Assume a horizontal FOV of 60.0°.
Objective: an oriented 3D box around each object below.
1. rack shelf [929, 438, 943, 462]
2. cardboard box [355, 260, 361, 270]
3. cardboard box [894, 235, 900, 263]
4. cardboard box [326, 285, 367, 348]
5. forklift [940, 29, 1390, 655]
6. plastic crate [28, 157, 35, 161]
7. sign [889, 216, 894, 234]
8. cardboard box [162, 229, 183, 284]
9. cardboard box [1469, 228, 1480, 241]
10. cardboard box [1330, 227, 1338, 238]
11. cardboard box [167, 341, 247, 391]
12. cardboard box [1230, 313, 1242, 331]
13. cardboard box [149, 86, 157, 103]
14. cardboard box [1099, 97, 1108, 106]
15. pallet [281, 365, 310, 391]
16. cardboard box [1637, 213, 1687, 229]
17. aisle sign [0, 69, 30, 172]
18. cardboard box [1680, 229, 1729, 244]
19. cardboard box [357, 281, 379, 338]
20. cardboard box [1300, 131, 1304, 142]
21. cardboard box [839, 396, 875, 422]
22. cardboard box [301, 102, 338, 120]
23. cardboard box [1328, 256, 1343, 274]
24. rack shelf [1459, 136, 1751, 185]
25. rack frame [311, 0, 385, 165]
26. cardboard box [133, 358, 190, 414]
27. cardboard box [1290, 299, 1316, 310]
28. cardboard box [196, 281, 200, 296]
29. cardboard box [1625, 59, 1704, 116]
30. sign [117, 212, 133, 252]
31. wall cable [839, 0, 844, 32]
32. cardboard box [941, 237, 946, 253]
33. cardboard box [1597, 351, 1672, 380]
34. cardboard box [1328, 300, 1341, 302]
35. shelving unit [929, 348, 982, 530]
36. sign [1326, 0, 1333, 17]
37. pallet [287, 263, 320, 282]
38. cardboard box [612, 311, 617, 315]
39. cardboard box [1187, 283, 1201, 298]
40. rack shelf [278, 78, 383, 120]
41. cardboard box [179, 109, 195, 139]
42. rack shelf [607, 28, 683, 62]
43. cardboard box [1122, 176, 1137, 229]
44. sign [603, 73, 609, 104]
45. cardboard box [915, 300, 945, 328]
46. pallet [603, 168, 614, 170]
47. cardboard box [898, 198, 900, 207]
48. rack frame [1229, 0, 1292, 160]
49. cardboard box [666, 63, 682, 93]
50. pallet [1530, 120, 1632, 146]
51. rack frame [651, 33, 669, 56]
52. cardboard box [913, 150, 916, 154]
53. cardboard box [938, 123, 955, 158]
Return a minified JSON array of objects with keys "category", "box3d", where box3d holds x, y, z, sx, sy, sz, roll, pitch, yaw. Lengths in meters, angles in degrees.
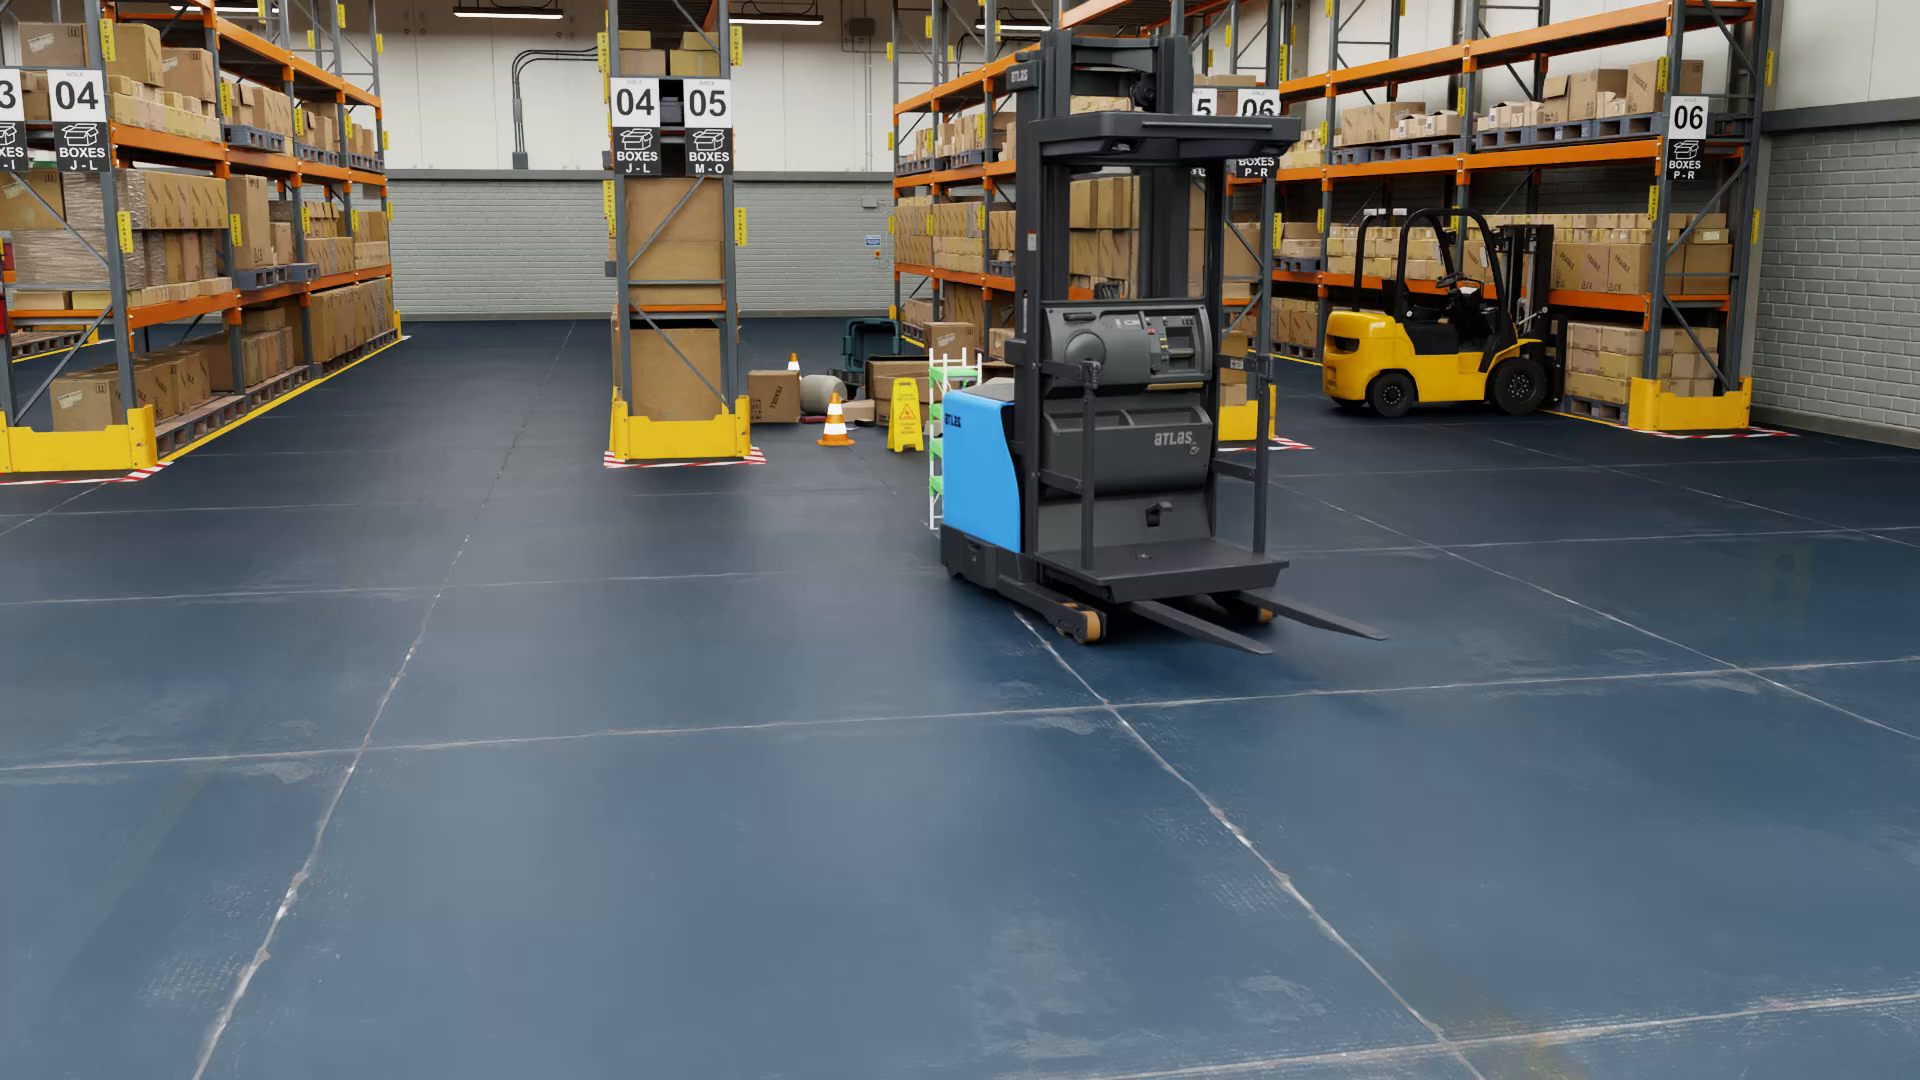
[{"category":"rack shelf","box3d":[-0.032,-0.557,10.756,0.258,0.148,0.480,-2,11,-11]},{"category":"cardboard box","box3d":[-9.392,-4.205,25.436,0.380,0.149,0.250,-2,11,-11]},{"category":"cardboard box","box3d":[-0.906,-5.306,30.285,0.500,0.500,0.500,-2,11,-11]},{"category":"cardboard box","box3d":[-9.516,-3.307,24.611,1.225,0.875,0.875,-2,11,-11]},{"category":"forklift","box3d":[0.953,-1.027,8.253,1.130,2.935,3.031,-5,12,-24]},{"category":"plastic crate","box3d":[-15.495,-6.144,27.280,0.497,0.269,0.590,-2,11,-11]},{"category":"sign","box3d":[-1.263,-5.801,30.623,0.100,0.325,0.005,-2,11,-11]},{"category":"cardboard box","box3d":[-7.762,-2.631,15.432,0.875,0.500,0.500,-2,11,-11]},{"category":"cardboard box","box3d":[6.289,-3.636,19.773,0.380,0.149,0.250,-2,11,-12]},{"category":"cardboard box","box3d":[5.480,-4.368,23.622,0.380,0.149,0.250,-2,11,-9]},{"category":"cardboard box","box3d":[-8.203,-1.896,18.144,0.700,0.500,0.500,-3,11,-15]},{"category":"cardboard box","box3d":[4.802,-3.685,27.595,0.500,0.500,0.500,-2,11,-9]},{"category":"cardboard box","box3d":[-7.373,-3.955,14.767,0.380,0.149,0.250,-3,11,-14]},{"category":"cardboard box","box3d":[1.665,-4.590,17.307,0.380,0.149,0.250,-2,11,-12]},{"category":"pallet","box3d":[-8.732,-2.015,20.717,1.003,0.211,1.213,-2,11,-11]},{"category":"cardboard box","box3d":[6.986,-3.174,16.553,0.380,0.149,0.250,-2,11,-11]},{"category":"aisle sign","box3d":[-7.609,-3.315,13.141,0.394,0.787,0.004,-2,11,-11]},{"category":"cardboard box","box3d":[7.451,-3.042,16.653,0.380,0.149,0.250,-2,11,-12]},{"category":"cardboard box","box3d":[-9.885,-3.713,26.742,0.875,0.875,0.875,-2,11,-11]},{"category":"cardboard box","box3d":[5.293,-6.011,24.772,0.380,0.149,0.250,-2,11,-12]},{"category":"cardboard box","box3d":[-1.078,-1.365,17.157,0.396,0.266,0.258,0,11,-1]},{"category":"cardboard box","box3d":[-9.837,-6.581,25.563,0.500,0.250,0.500,-3,11,-15]},{"category":"cardboard box","box3d":[5.553,-3.906,23.595,0.500,0.250,0.500,-2,11,-11]},{"category":"rack shelf","box3d":[6.874,-4.089,18.060,1.077,0.370,4.000,-2,11,-11]},{"category":"rack frame","box3d":[-10.438,-7.942,28.358,1.000,3.000,0.127,-2,11,-11]},{"category":"cardboard box","box3d":[-7.749,-1.482,16.023,0.500,0.500,0.500,-3,11,-16]},{"category":"cardboard box","box3d":[5.264,-3.597,25.399,0.380,0.149,0.250,-2,11,-9]},{"category":"cardboard box","box3d":[-7.668,-2.455,16.247,0.380,0.149,0.250,-2,11,-11]},{"category":"cardboard box","box3d":[6.937,-4.453,16.388,0.500,0.500,0.500,-2,11,-9]},{"category":"sign","box3d":[-6.794,-2.506,13.524,0.100,0.325,0.005,-2,11,-11]},{"category":"wall cable","box3d":[-3.618,-12.226,34.819,2.355,3.000,0.029,-2,11,-11]},{"category":"cardboard box","box3d":[-0.002,-4.608,25.950,0.500,0.250,0.500,-2,11,-10]},{"category":"cardboard box","box3d":[6.861,-1.781,16.927,0.500,0.250,0.500,-2,11,-12]},{"category":"cardboard box","box3d":[5.759,-3.566,25.237,0.380,0.149,0.250,-2,11,-10]},{"category":"shelving unit","box3d":[-0.032,-0.620,10.744,0.258,1.200,0.503,-2,11,-11]},{"category":"sign","box3d":[5.176,-7.493,23.286,0.100,0.325,0.005,-2,11,-11]},{"category":"pallet","box3d":[-8.639,-3.307,20.561,1.213,0.211,1.003,-2,11,-11]},{"category":"cardboard box","box3d":[-3.612,-2.345,19.888,1.050,0.750,0.750,-2,11,-11]},{"category":"cardboard box","box3d":[2.112,-2.358,15.737,0.380,0.149,0.250,-2,11,-9]},{"category":"rack shelf","box3d":[-10.049,-7.026,26.535,1.077,0.370,4.000,-2,11,-11]},{"category":"cardboard box","box3d":[-7.564,-3.931,15.704,0.500,0.250,0.500,-2,11,-11]},{"category":"rack shelf","box3d":[-3.608,-5.720,19.677,1.077,0.370,4.000,-2,11,-11]},{"category":"cardboard box","box3d":[1.990,-3.286,16.203,0.700,0.500,0.500,-2,11,-10]},{"category":"sign","box3d":[-3.750,-4.817,17.734,0.100,0.325,0.005,-2,11,-11]},{"category":"cardboard box","box3d":[-0.305,-4.018,29.515,0.875,0.438,0.875,-2,11,-9]},{"category":"pallet","box3d":[-4.760,-5.688,25.036,1.213,0.211,1.003,-2,11,-11]},{"category":"cardboard box","box3d":[-0.920,-6.139,30.254,0.380,0.149,0.250,-2,11,-10]},{"category":"rack frame","box3d":[4.929,-7.750,27.349,1.000,3.000,0.127,-2,11,-11]},{"category":"cardboard box","box3d":[-2.482,-4.307,15.497,0.500,0.250,0.500,-2,11,-11]},{"category":"pallet","box3d":[6.910,-4.387,17.938,1.003,0.211,1.213,-2,11,-11]},{"category":"rack frame","box3d":[-3.219,-5.903,17.645,1.000,3.000,0.127,-2,11,-11]},{"category":"cardboard box","box3d":[-0.542,-6.932,30.081,0.500,0.250,0.500,-3,11,-16]},{"category":"cardboard box","box3d":[-0.053,-6.179,25.724,0.500,0.500,0.500,-2,11,-12]}]
